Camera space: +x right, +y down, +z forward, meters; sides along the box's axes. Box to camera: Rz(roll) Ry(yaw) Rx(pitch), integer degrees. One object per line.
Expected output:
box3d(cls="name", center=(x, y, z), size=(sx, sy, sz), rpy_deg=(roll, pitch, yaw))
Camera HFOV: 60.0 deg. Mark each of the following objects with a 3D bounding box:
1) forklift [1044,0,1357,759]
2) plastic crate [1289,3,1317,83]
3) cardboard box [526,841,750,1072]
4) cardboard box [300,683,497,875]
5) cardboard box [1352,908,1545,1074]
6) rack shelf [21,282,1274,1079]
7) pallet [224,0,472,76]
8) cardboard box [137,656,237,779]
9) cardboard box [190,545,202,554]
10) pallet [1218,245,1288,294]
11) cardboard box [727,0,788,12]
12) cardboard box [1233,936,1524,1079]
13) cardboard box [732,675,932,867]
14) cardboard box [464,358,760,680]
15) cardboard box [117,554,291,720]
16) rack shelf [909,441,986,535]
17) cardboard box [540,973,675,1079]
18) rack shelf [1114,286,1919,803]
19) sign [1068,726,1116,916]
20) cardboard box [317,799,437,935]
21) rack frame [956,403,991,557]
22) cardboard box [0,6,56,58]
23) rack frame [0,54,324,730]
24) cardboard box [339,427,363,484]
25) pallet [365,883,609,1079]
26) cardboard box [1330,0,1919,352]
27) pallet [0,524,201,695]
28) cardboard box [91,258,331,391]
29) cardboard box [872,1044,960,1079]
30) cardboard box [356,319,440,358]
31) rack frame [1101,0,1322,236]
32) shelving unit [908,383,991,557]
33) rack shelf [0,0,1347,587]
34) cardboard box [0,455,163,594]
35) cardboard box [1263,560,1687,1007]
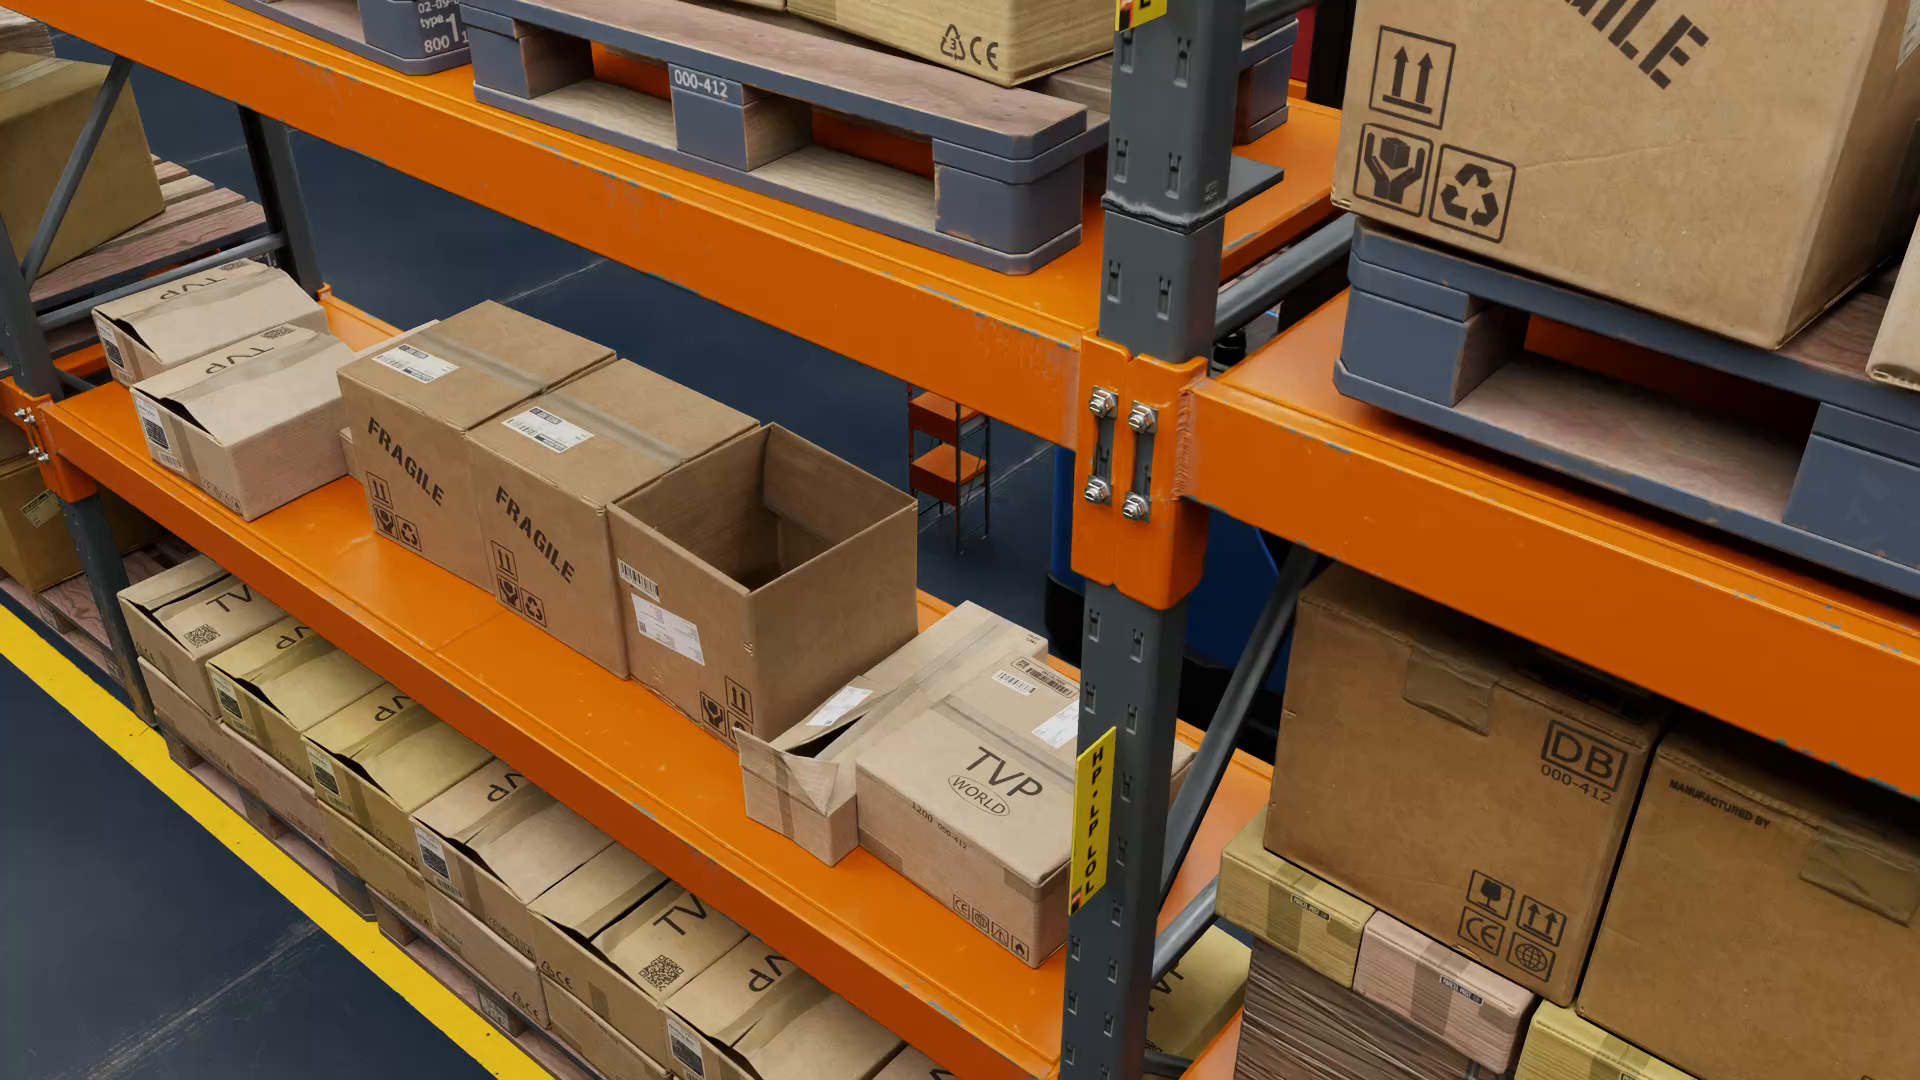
box3d(cls="forklift", center=(1.745, -0.484, 4.866), size=(3.031, 2.935, 1.130), rpy_deg=(27, 43, 34))
box3d(cls="plastic crate", center=(1.686, -2.276, 7.359), size=(0.583, 0.464, 0.402), rpy_deg=(25, 42, 32))
box3d(cls="cardboard box", center=(-0.739, 0.974, 4.245), size=(0.500, 0.311, 0.500), rpy_deg=(25, 42, 32))
box3d(cls="cardboard box", center=(-1.518, 0.604, 4.783), size=(0.500, 0.311, 0.500), rpy_deg=(24, 41, 31))
box3d(cls="cardboard box", center=(0.817, 0.598, 2.569), size=(0.250, 0.149, 0.380), rpy_deg=(26, 42, 32))
box3d(cls="rack shelf", center=(-0.996, 0.206, 4.436), size=(4.000, 0.370, 1.077), rpy_deg=(25, 42, 32))
box3d(cls="pallet", center=(-1.093, -1.363, 3.602), size=(1.213, 0.211, 1.003), rpy_deg=(27, 43, 34))
box3d(cls="cardboard box", center=(-2.318, 0.463, 5.484), size=(0.500, 0.250, 0.500), rpy_deg=(25, 42, 32))
box3d(cls="cardboard box", center=(-2.700, -0.255, 6.291), size=(0.500, 0.500, 0.500), rpy_deg=(27, 43, 34))
box3d(cls="pallet", center=(1.210, -1.522, 8.779), size=(1.213, 0.211, 1.003), rpy_deg=(25, 42, 32))
box3d(cls="cardboard box", center=(-0.350, -1.139, 2.871), size=(0.500, 0.250, 0.500), rpy_deg=(21, 40, 28))
box3d(cls="cardboard box", center=(0.887, 0.751, 2.919), size=(0.500, 0.500, 0.700), rpy_deg=(24, 41, 31))
box3d(cls="cardboard box", center=(-0.252, 0.451, 3.563), size=(0.258, 0.266, 0.396), rpy_deg=(24, 41, 31))
box3d(cls="cardboard box", center=(-0.828, -0.065, 4.106), size=(0.500, 0.500, 0.500), rpy_deg=(25, 42, 32))
box3d(cls="cardboard box", center=(-2.318, 0.232, 5.325), size=(0.500, 0.311, 0.500), rpy_deg=(27, 43, 33))
box3d(cls="rack shelf", center=(-0.041, -0.214, 6.644), size=(0.240, 0.259, 0.215), rpy_deg=(25, 42, 32))
box3d(cls="cardboard box", center=(-0.744, 1.201, 4.409), size=(0.500, 0.250, 0.500), rpy_deg=(26, 42, 33))
box3d(cls="rack shelf", center=(2.079, 0.418, 1.477), size=(4.000, 0.370, 1.077), rpy_deg=(25, 42, 32))
box3d(cls="sign", center=(0.202, 0.429, 2.523), size=(0.005, 0.325, 0.100), rpy_deg=(25, 42, 32))
box3d(cls="cardboard box", center=(-1.528, 0.830, 4.949), size=(0.500, 0.250, 0.500), rpy_deg=(24, 41, 31))
box3d(cls="rack frame", center=(0.053, -0.408, 6.417), size=(0.008, 1.050, 0.200), rpy_deg=(25, 42, 32))
box3d(cls="cardboard box", center=(-3.669, -1.623, 6.004), size=(0.700, 0.500, 0.500), rpy_deg=(-25, 42, -31))
box3d(cls="rack frame", center=(-2.533, -0.815, 5.287), size=(0.127, 3.000, 1.000), rpy_deg=(25, 42, 32))
box3d(cls="cardboard box", center=(-1.517, -0.274, 4.721), size=(0.250, 0.149, 0.380), rpy_deg=(29, 44, 35))
box3d(cls="pallet", center=(-0.992, 1.092, 4.974), size=(1.213, 0.211, 1.003), rpy_deg=(25, 42, 32))
box3d(cls="cardboard box", center=(0.760, -0.577, 1.708), size=(0.500, 0.500, 0.500), rpy_deg=(29, 44, 35))
box3d(cls="pallet", center=(-3.082, 0.048, 6.494), size=(1.213, 0.211, 1.003), rpy_deg=(25, 42, 32))
box3d(cls="cardboard box", center=(-2.281, -0.627, 5.093), size=(0.500, 0.311, 0.500), rpy_deg=(28, 43, 35))
box3d(cls="cardboard box", center=(0.047, 1.341, 3.710), size=(0.500, 0.311, 0.500), rpy_deg=(25, 42, 32))
box3d(cls="cardboard box", center=(-1.665, -0.506, 5.059), size=(0.250, 0.149, 0.380), rpy_deg=(25, 42, 32))
box3d(cls="rack frame", center=(0.541, -1.839, 1.479), size=(0.127, 3.000, 1.000), rpy_deg=(25, 42, 32))
box3d(cls="shelving unit", center=(-0.041, -0.452, 6.481), size=(0.252, 1.050, 0.215), rpy_deg=(25, 42, 32))
box3d(cls="rack shelf", center=(-0.996, -1.030, 3.587), size=(4.000, 0.370, 1.077), rpy_deg=(25, 42, 32))
box3d(cls="cardboard box", center=(-3.402, -0.202, 6.215), size=(0.500, 0.500, 0.500), rpy_deg=(27, 43, 34))
box3d(cls="cardboard box", center=(0.887, 0.216, 2.552), size=(0.500, 0.500, 0.700), rpy_deg=(25, 42, 32))
